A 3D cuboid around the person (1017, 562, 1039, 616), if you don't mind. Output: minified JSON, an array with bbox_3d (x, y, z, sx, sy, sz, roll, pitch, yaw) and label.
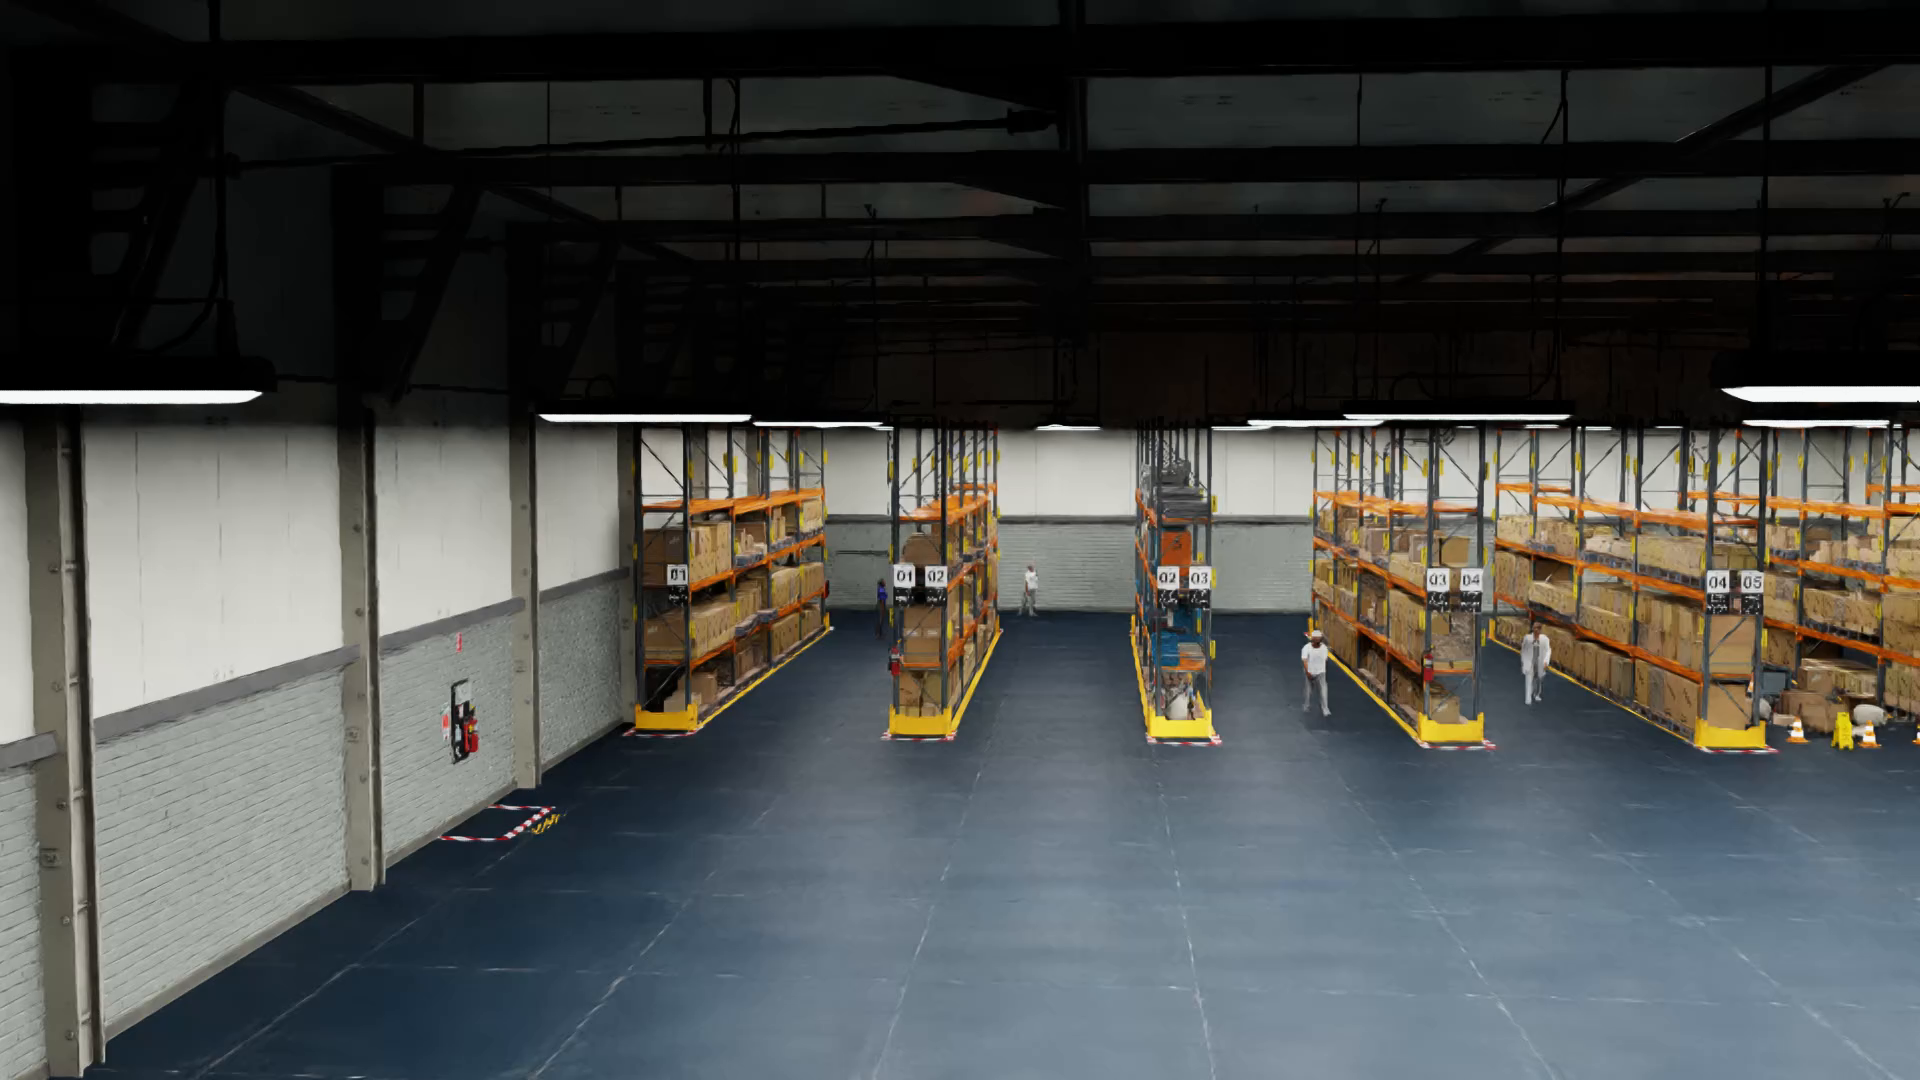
[{"bbox_3d":[2.089,1.521,51.715,0.666,1.668,0.477,-3,5,-40],"label":"person"}]

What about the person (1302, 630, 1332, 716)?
[{"bbox_3d":[7.174,2.666,33.600,0.571,1.708,1.033,0,4,-3],"label":"person"}]

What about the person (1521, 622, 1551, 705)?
[{"bbox_3d":[12.067,2.574,34.846,0.573,1.716,1.102,1,4,13],"label":"person"}]

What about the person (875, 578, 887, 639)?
[{"bbox_3d":[-2.178,1.903,46.013,0.373,1.602,0.584,0,4,-7],"label":"person"}]
